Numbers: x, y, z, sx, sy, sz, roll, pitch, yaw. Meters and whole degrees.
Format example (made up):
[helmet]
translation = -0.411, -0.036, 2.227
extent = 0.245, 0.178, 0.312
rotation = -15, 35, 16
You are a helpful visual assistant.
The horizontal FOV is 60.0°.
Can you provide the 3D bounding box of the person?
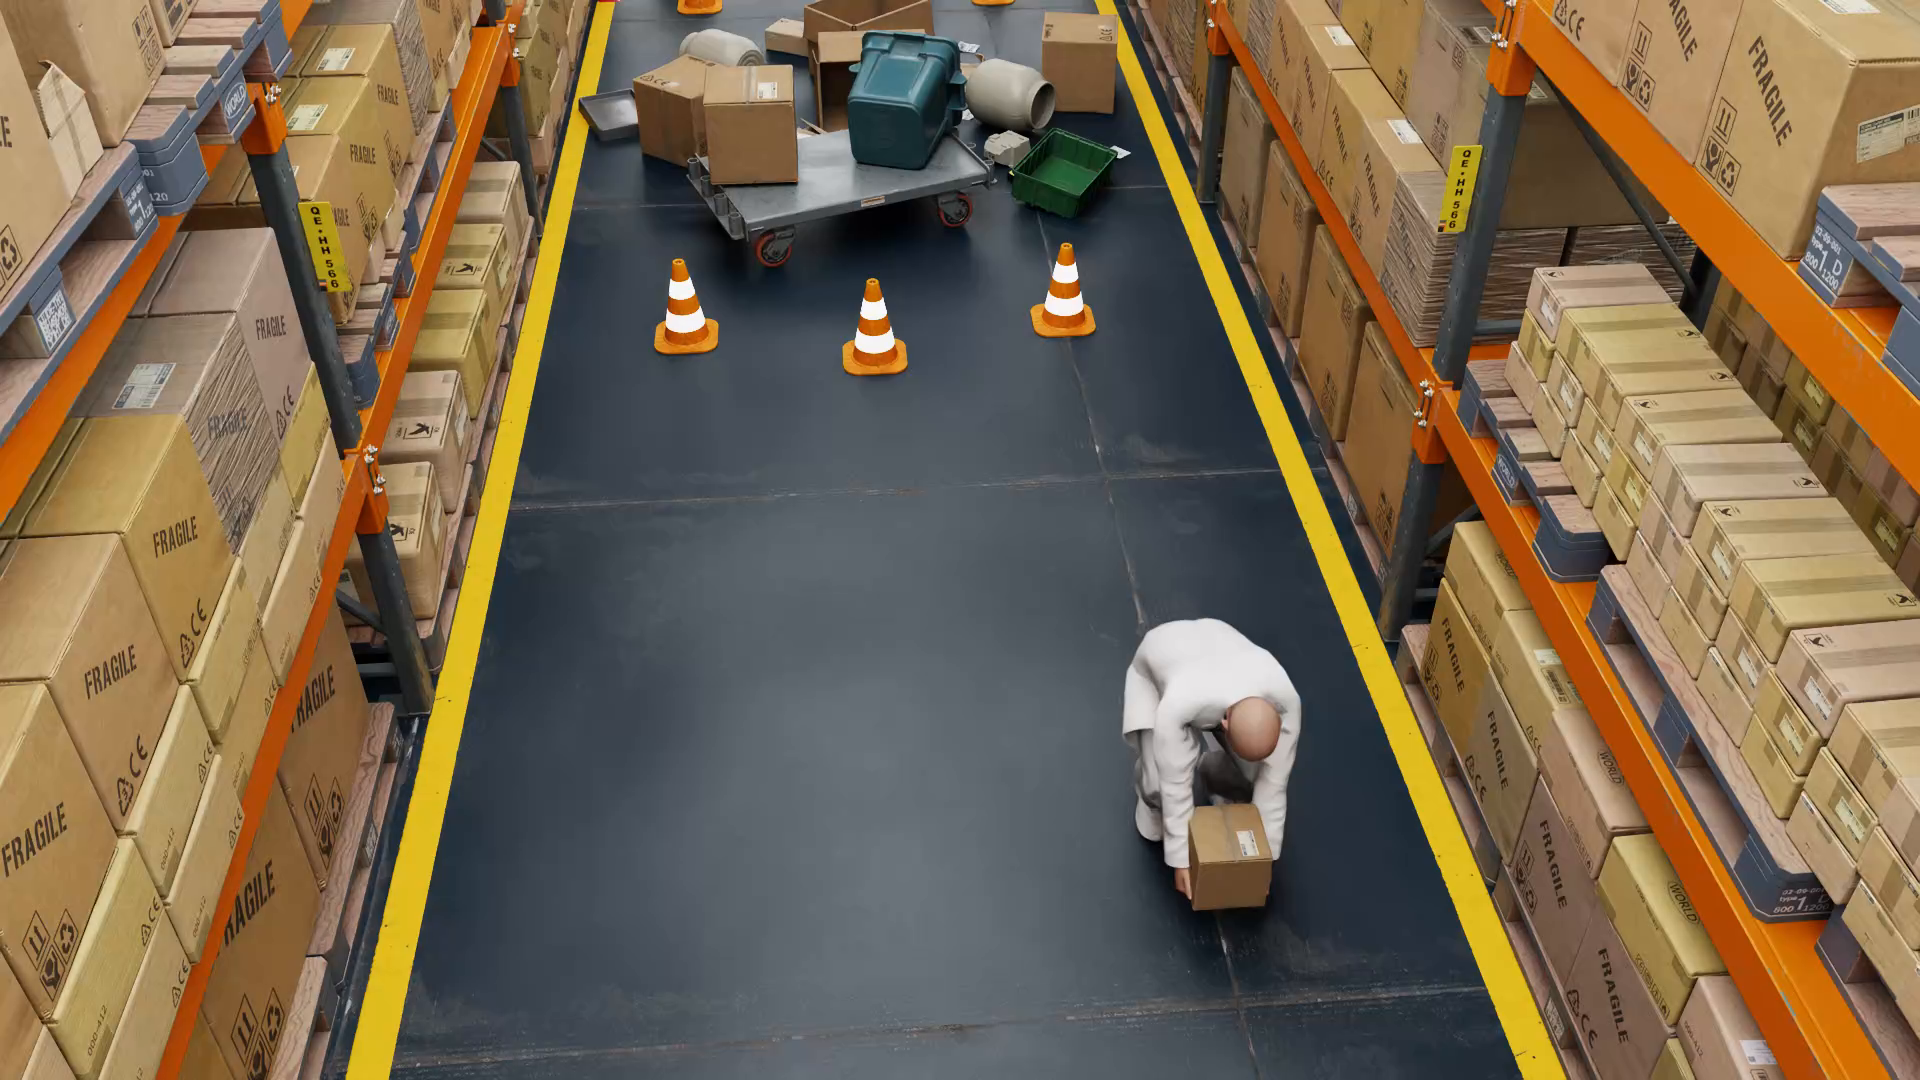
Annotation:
[person]
translation = 0.878, 0.727, 5.885
extent = 0.584, 0.995, 0.950
rotation = -4, 39, -5
